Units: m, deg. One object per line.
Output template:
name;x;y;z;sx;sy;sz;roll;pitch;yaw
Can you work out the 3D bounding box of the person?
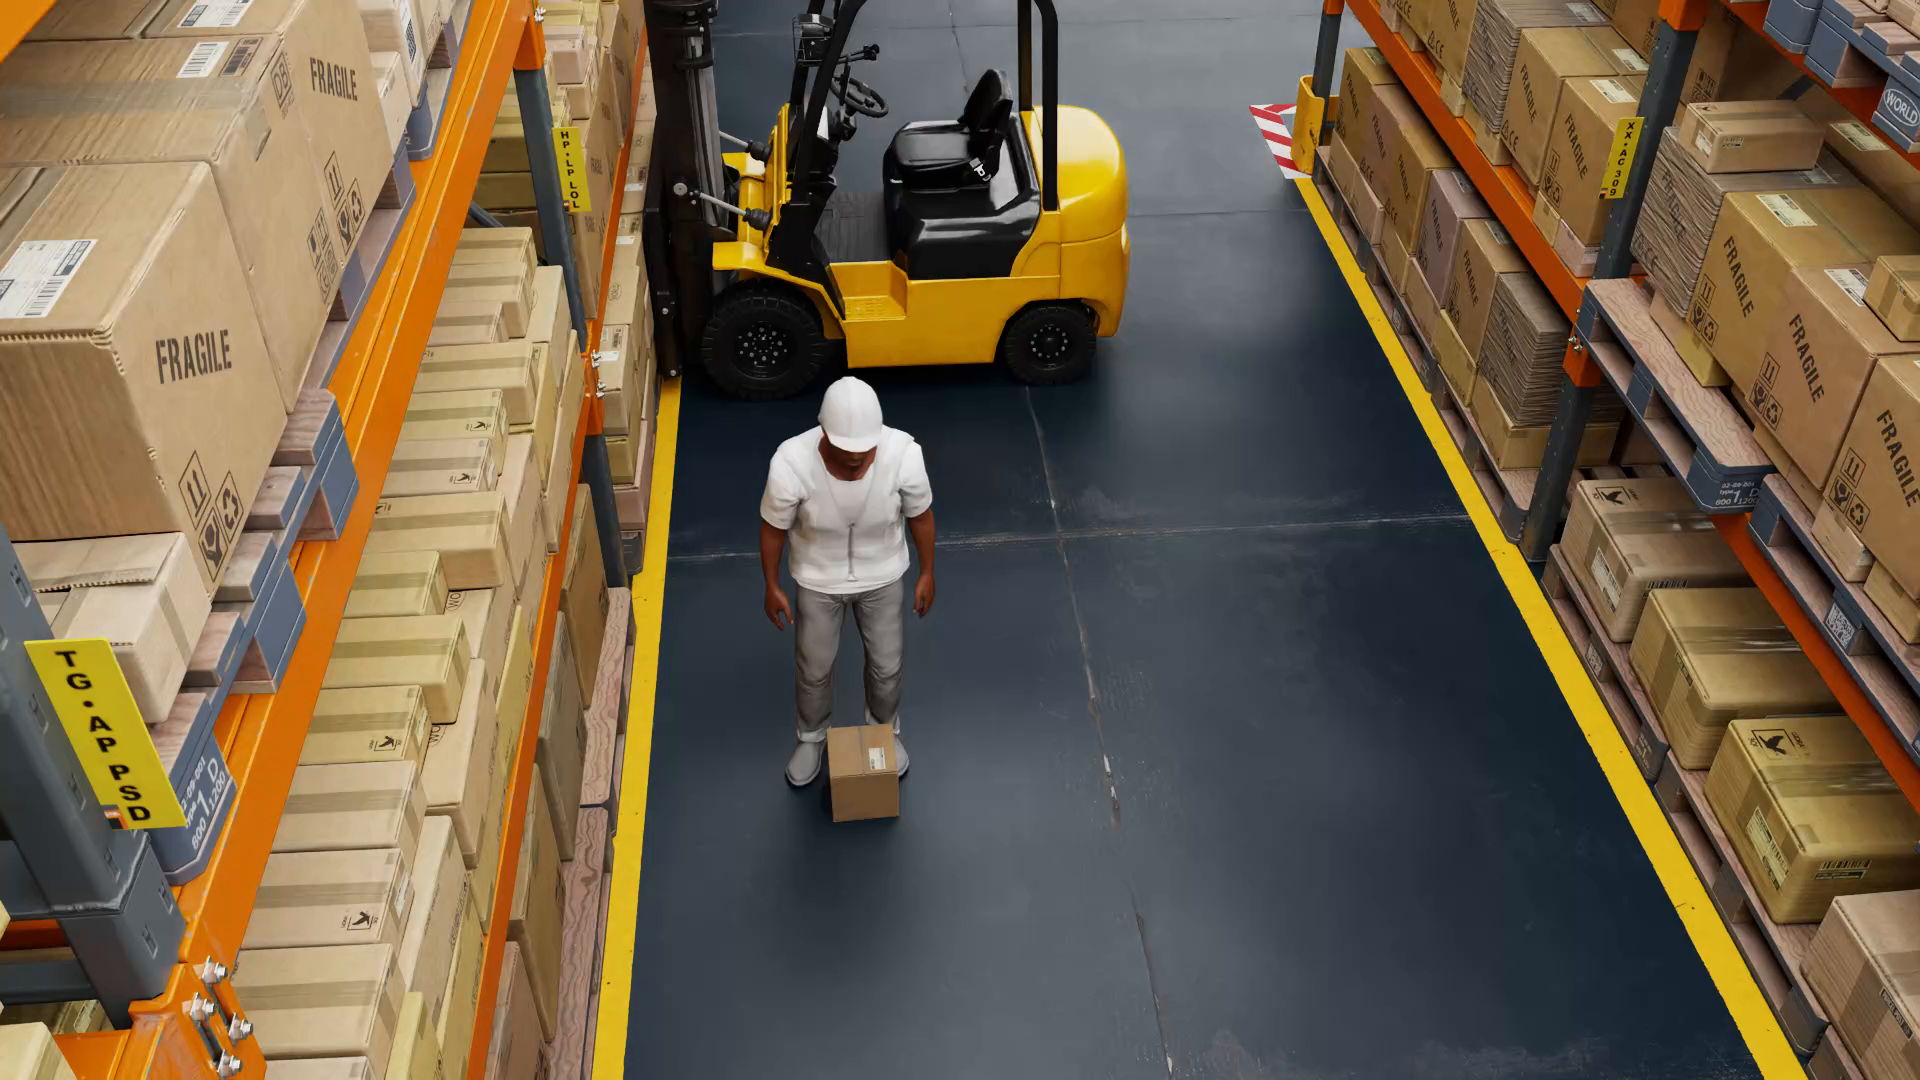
person;-0.391;0.148;5.958;0.630;1.759;0.458;-5;39;-7
